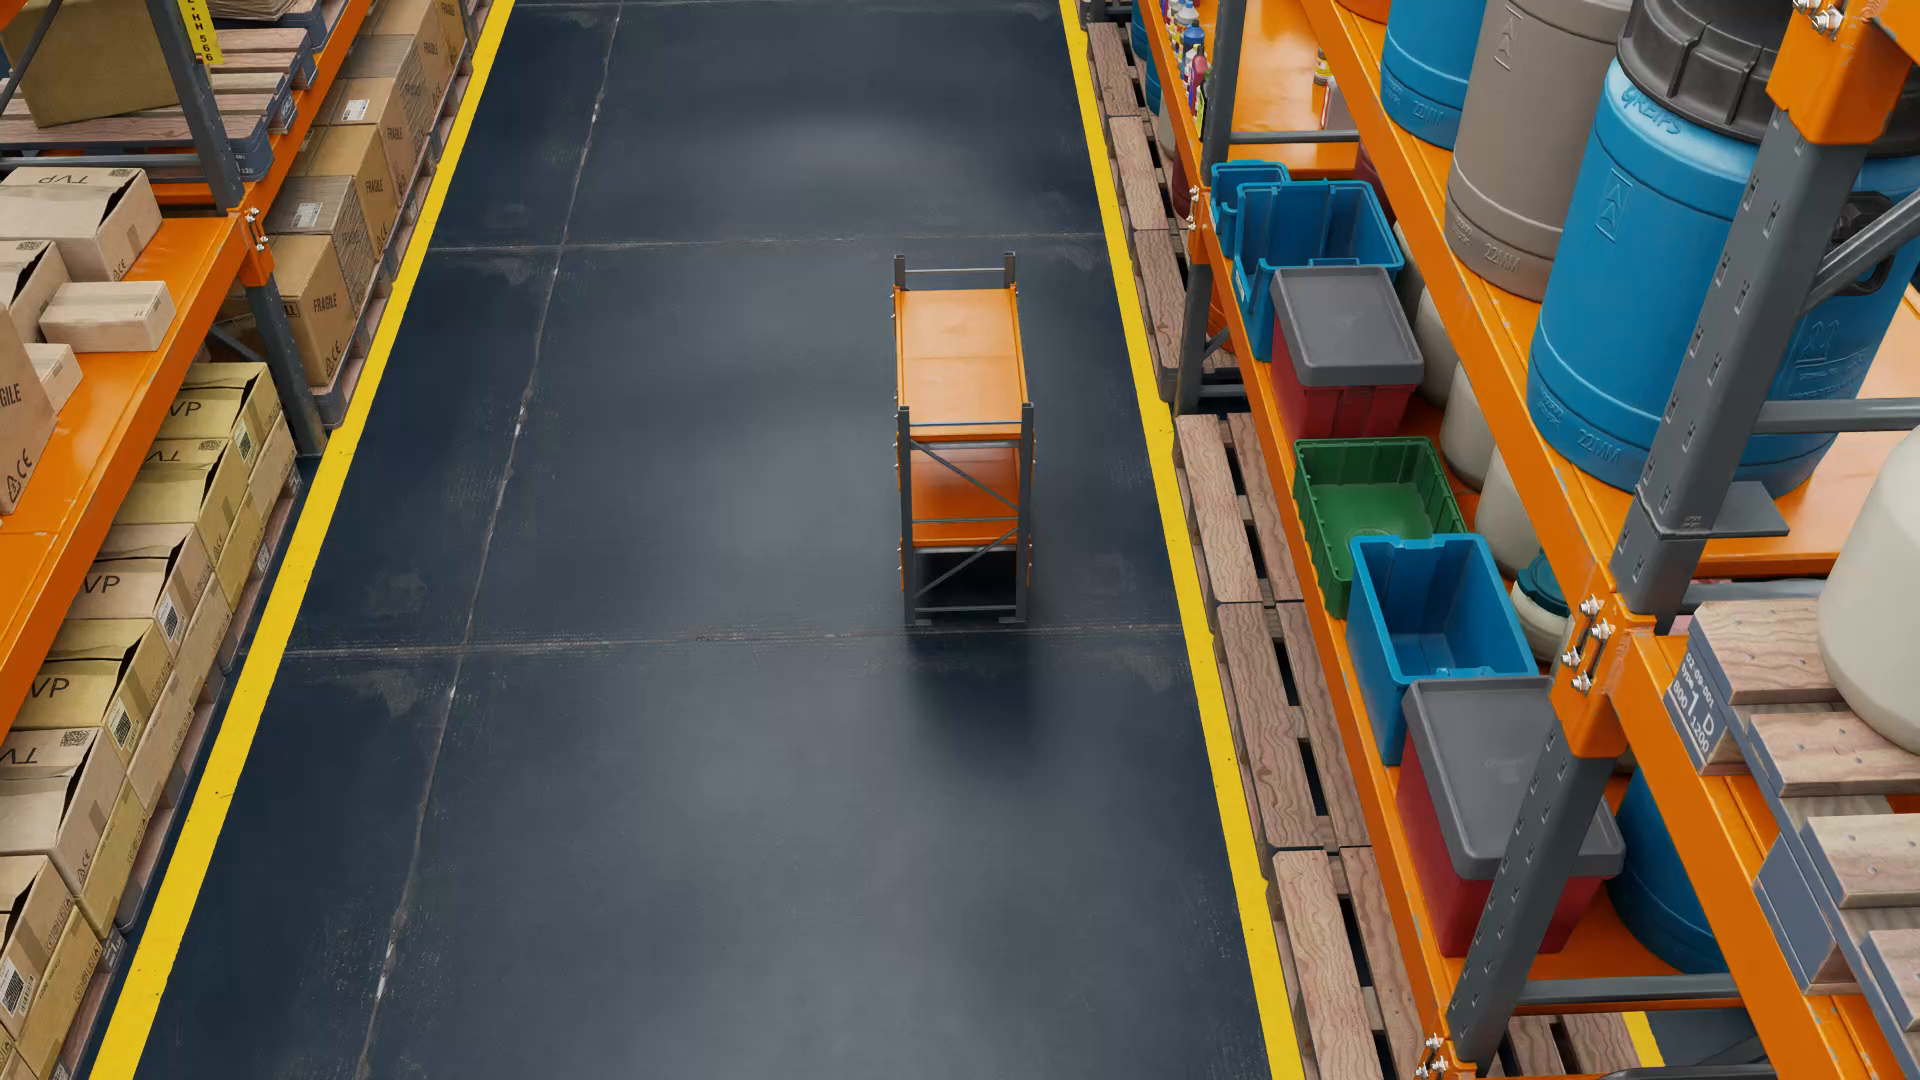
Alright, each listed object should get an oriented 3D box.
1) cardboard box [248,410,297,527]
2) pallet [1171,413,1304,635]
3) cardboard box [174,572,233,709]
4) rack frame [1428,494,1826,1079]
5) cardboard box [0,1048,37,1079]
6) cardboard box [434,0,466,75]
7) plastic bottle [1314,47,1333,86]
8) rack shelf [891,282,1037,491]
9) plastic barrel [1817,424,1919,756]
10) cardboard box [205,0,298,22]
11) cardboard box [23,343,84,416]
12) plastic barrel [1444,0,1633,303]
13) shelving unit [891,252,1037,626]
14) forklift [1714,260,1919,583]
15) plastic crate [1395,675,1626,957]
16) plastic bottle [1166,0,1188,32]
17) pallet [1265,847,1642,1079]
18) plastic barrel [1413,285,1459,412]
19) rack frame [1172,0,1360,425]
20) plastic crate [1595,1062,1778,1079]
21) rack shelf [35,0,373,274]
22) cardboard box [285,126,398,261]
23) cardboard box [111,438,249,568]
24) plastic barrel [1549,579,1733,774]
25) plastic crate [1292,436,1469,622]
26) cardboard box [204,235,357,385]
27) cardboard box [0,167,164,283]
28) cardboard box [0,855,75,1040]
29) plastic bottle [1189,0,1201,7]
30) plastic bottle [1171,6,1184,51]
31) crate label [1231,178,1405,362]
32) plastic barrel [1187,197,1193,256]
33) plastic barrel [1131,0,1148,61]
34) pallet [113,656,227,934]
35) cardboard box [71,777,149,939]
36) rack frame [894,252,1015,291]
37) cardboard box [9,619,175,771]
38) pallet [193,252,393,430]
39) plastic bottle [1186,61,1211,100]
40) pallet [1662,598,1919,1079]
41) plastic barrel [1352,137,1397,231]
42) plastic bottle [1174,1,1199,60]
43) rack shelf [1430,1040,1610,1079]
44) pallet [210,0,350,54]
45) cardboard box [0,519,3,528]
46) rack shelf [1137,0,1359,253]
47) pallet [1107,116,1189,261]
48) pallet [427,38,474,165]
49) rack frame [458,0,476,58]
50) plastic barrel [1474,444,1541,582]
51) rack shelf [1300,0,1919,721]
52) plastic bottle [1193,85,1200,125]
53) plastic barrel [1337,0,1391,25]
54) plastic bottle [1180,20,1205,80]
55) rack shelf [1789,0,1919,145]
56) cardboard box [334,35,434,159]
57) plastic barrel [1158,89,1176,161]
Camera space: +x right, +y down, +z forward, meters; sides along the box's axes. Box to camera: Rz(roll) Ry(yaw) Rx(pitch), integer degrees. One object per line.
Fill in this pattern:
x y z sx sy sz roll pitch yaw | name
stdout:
-3.176 -0.305 7.086 0.500 0.250 0.500 -1 43 -1 | cardboard box
1.501 -0.099 7.202 1.003 0.211 1.213 -2 43 -2 | pallet
-3.132 0.383 6.336 0.500 0.250 0.500 -1 43 -1 | cardboard box
1.677 1.049 3.885 1.000 3.000 0.127 -2 43 -2 | rack frame
-3.041 1.768 4.825 0.500 0.250 0.500 -3 43 -3 | cardboard box
-3.304 -3.128 9.967 0.500 0.500 0.500 -2 43 -2 | cardboard box
1.668 -2.176 7.551 0.097 0.201 0.097 0 43 0 | plastic bottle
0.000 -0.635 6.677 0.538 0.278 1.000 -2 43 -2 | rack shelf
1.499 0.044 2.369 0.421 0.512 0.421 0 43 0 | plastic barrel
-3.429 -2.748 7.643 0.700 0.500 0.500 6 43 6 | cardboard box
-3.331 -0.560 5.827 0.380 0.149 0.250 1 43 1 | cardboard box
1.411 -1.020 3.552 0.600 0.901 0.600 0 43 0 | plastic barrel
0.000 -0.419 6.875 0.538 1.125 1.048 -2 43 -2 | shelving unit
3.163 -0.376 5.491 1.130 2.935 3.031 -1 43 -2 | forklift
1.351 0.708 4.211 0.402 0.464 0.583 -2 43 -2 | plastic crate
1.039 -2.533 7.941 0.097 0.201 0.097 0 43 0 | plastic bottle
1.605 1.548 5.405 1.003 0.211 1.213 -2 43 -2 | pallet
1.782 -0.720 5.732 0.421 0.512 0.421 0 43 0 | plastic barrel
1.507 -1.651 6.831 1.000 3.000 0.127 -2 43 -2 | rack frame
1.572 1.429 3.517 0.767 0.338 0.504 -2 43 -2 | plastic crate
-3.527 -2.597 8.395 1.077 0.370 4.000 -2 43 -2 | rack shelf
-3.220 -1.760 8.474 0.500 0.500 0.500 -2 43 -2 | cardboard box
-3.145 -0.162 6.516 0.500 0.311 0.500 -2 43 -2 | cardboard box
1.856 0.347 4.551 0.433 0.535 0.433 0 43 0 | plastic barrel
1.321 -0.040 5.231 0.450 0.188 0.662 -2 43 -2 | plastic crate
-3.176 -1.068 7.719 0.500 0.500 0.500 0 43 0 | cardboard box
-3.470 -1.232 6.440 0.500 0.311 0.500 1 43 1 | cardboard box
-3.057 1.217 5.012 0.500 0.311 0.500 -2 43 -2 | cardboard box
1.152 -2.770 8.138 0.061 0.283 0.133 -2 43 -2 | plastic bottle
1.047 -2.402 7.797 0.097 0.201 0.097 0 43 0 | plastic bottle
1.279 -0.986 6.079 0.502 0.435 0.616 -2 43 -2 | crate label
1.356 -1.597 8.303 0.421 0.512 0.421 0 43 0 | plastic barrel
1.344 -3.365 9.943 0.600 0.901 0.708 -2 43 -2 | plastic barrel
-3.397 0.895 6.117 1.003 0.211 1.213 -2 43 -2 | pallet
-3.087 1.073 5.583 0.500 0.250 0.500 -3 43 -3 | cardboard box
-0.022 -0.762 7.249 0.500 1.125 0.032 -2 43 -2 | rack frame
-3.107 0.517 5.775 0.500 0.311 0.500 -1 43 -1 | cardboard box
-3.436 -0.989 8.172 1.003 0.211 1.213 -2 43 -2 | pallet
1.067 -2.073 7.439 0.097 0.201 0.097 0 43 0 | plastic bottle
1.805 0.497 2.407 1.213 0.211 1.003 -2 43 -2 | pallet
1.830 -1.397 6.453 0.600 0.536 0.708 -2 43 -2 | plastic barrel
1.051 -2.362 7.702 0.097 0.271 0.097 0 43 0 | plastic bottle
1.762 2.665 2.656 1.077 0.370 4.000 -2 43 -2 | rack shelf
-3.529 -2.754 8.176 1.003 0.211 1.213 -2 43 -2 | pallet
-3.332 -0.061 5.022 0.500 0.500 0.500 -2 43 -2 | cardboard box
1.422 -2.736 8.548 1.077 0.370 4.000 -2 43 -2 | rack shelf
1.383 -1.976 9.249 1.003 0.211 1.213 -2 43 -2 | pallet
-3.539 -2.636 9.970 1.003 0.211 1.213 -2 43 -2 | pallet
-3.612 -4.212 9.625 1.000 3.000 0.127 -2 43 -2 | rack frame
1.825 -0.148 5.091 0.433 0.535 0.433 0 43 0 | plastic barrel
1.592 -1.142 4.588 1.077 0.370 4.000 -2 43 -2 | rack shelf
1.077 -1.917 7.269 0.097 0.201 0.097 0 43 0 | plastic bottle
1.353 -1.913 4.579 0.600 0.830 0.708 -2 43 -2 | plastic barrel
1.059 -2.230 7.558 0.097 0.271 0.097 0 43 0 | plastic bottle
1.762 0.601 0.764 1.077 0.370 4.000 -2 43 -2 | rack shelf
-3.271 -2.455 9.233 0.500 0.500 0.500 -1 43 -1 | cardboard box
1.308 -2.360 9.135 0.421 0.512 0.421 0 43 0 | plastic barrel
